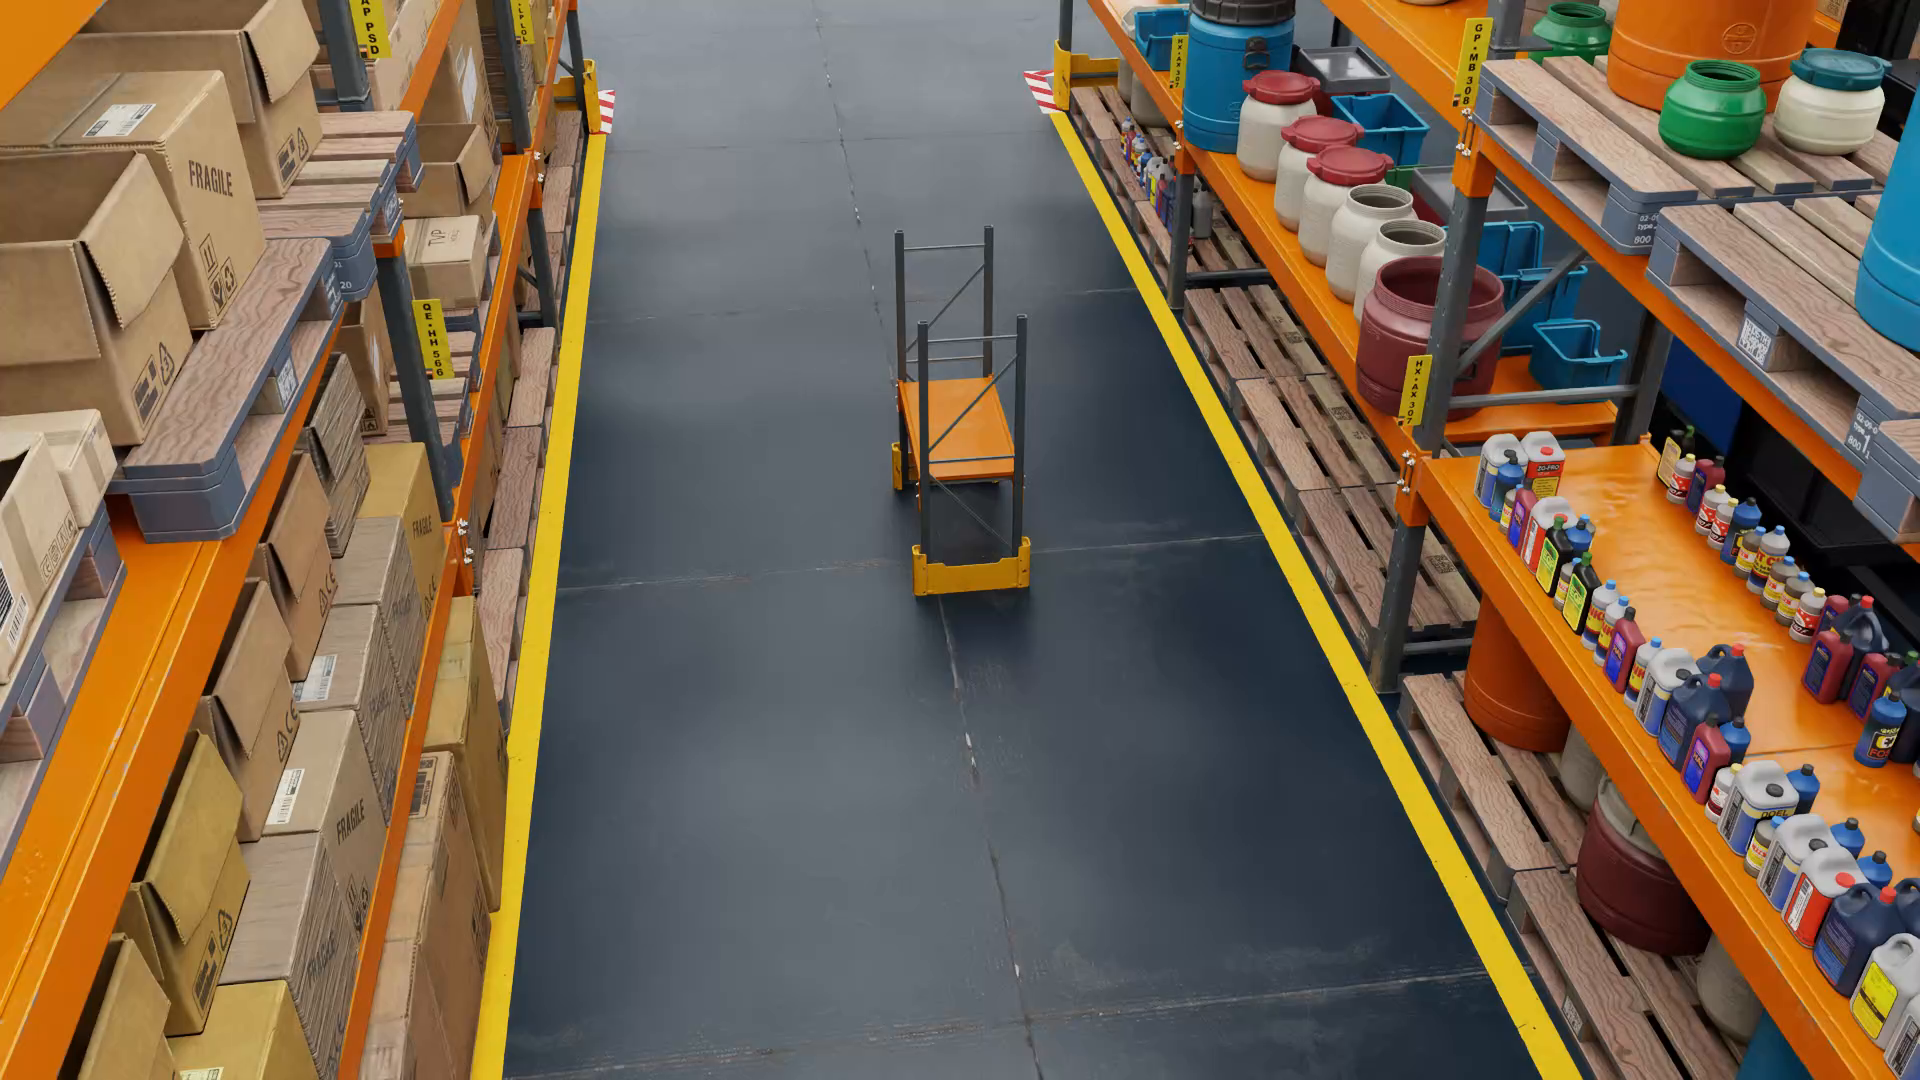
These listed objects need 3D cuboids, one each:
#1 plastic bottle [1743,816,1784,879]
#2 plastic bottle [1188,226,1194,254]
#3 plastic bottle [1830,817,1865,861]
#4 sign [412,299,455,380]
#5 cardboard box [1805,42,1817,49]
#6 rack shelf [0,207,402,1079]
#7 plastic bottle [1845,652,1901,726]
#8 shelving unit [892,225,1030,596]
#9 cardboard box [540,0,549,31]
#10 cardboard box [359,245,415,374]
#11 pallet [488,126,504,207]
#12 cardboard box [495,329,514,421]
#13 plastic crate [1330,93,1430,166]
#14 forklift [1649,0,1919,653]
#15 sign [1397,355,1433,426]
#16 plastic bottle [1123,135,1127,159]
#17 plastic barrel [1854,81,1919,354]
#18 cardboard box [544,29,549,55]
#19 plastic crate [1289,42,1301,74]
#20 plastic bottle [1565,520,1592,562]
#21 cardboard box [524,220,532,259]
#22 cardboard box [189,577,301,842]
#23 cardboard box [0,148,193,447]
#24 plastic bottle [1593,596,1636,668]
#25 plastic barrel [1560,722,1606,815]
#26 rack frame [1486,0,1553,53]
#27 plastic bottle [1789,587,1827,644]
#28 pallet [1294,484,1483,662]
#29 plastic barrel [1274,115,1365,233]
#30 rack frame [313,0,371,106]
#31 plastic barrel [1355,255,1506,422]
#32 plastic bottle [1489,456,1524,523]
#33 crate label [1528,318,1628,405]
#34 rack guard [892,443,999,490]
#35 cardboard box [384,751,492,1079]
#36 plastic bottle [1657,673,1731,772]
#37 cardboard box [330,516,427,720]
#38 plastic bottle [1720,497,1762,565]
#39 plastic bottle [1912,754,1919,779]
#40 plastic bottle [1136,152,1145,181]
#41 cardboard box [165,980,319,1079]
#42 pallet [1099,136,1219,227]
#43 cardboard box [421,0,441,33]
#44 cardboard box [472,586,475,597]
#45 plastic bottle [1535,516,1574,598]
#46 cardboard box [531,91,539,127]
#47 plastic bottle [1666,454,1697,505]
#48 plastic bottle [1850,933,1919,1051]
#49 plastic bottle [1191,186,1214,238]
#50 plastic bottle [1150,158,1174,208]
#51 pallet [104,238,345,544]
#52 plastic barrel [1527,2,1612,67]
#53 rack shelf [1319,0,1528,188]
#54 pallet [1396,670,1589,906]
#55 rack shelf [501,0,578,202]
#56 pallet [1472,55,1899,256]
[{"bbox_3d":[2.402,0.905,4.935,0.097,0.201,0.097,0,34,0],"label":"plastic bottle"},{"bbox_3d":[1.519,-2.027,11.155,0.097,0.201,0.097,0,34,0],"label":"plastic bottle"},{"bbox_3d":[2.565,0.919,4.853,0.097,0.271,0.097,0,34,0],"label":"plastic bottle"},{"bbox_3d":[-1.944,-0.738,6.141,0.100,0.325,0.005,-4,35,-6],"label":"sign"},{"bbox_3d":[6.298,-3.622,12.804,0.500,0.500,0.500,-4,35,-6],"label":"cardboard box"},{"bbox_3d":[-2.224,-0.042,4.123,1.077,0.370,4.000,-4,35,-6],"label":"rack shelf"},{"bbox_3d":[3.028,0.471,5.499,0.061,0.283,0.133,-4,35,-6],"label":"plastic bottle"},{"bbox_3d":[-0.010,-0.662,8.390,0.587,1.500,1.083,-4,35,-6],"label":"shelving unit"},{"bbox_3d":[-3.256,-3.703,11.167,0.875,0.500,0.500,-4,35,-6],"label":"cardboard box"},{"bbox_3d":[-2.780,-1.033,7.140,0.700,0.500,0.500,0,34,1],"label":"cardboard box"},{"bbox_3d":[-3.073,-1.931,9.090,1.003,0.211,1.213,-4,35,-6],"label":"pallet"},{"bbox_3d":[-2.925,-0.985,9.361,0.700,0.500,0.500,-5,35,-7],"label":"cardboard box"},{"bbox_3d":[2.333,-2.224,9.365,0.392,0.384,0.575,-4,35,-6],"label":"plastic crate"},{"bbox_3d":[4.638,-1.181,7.880,1.130,2.935,3.031,-4,34,-6],"label":"forklift"},{"bbox_3d":[1.870,-0.613,6.841,0.100,0.325,0.005,-4,35,-6],"label":"sign"},{"bbox_3d":[1.288,-2.987,12.564,0.097,0.201,0.097,0,34,0],"label":"plastic bottle"},{"bbox_3d":[2.572,-0.920,3.954,0.600,0.901,0.708,-4,35,-6],"label":"plastic barrel"},{"bbox_3d":[-2.977,-3.323,11.185,0.380,0.149,0.250,-4,35,-6],"label":"cardboard box"},{"bbox_3d":[1.932,-3.099,10.689,0.767,0.338,0.504,-4,35,-6],"label":"plastic crate"},{"bbox_3d":[2.264,0.049,6.129,0.097,0.271,0.097,0,34,0],"label":"plastic bottle"},{"bbox_3d":[-3.130,-2.134,11.064,0.500,0.500,0.500,6,35,9],"label":"cardboard box"},{"bbox_3d":[-2.229,0.475,4.410,0.797,0.503,0.637,-3,34,-5],"label":"cardboard box"},{"bbox_3d":[-2.197,-0.533,3.741,0.797,0.503,0.637,-5,35,-7],"label":"cardboard box"},{"bbox_3d":[2.265,0.311,5.745,0.097,0.271,0.097,0,34,0],"label":"plastic bottle"},{"bbox_3d":[2.662,0.844,6.685,0.421,0.512,0.421,0,34,0],"label":"plastic barrel"},{"bbox_3d":[2.415,-3.070,5.264,1.000,3.000,0.127,-4,35,-6],"label":"rack frame"},{"bbox_3d":[3.012,0.259,5.882,0.097,0.201,0.097,0,34,0],"label":"plastic bottle"},{"bbox_3d":[2.349,0.126,8.377,1.003,0.211,1.213,-4,35,-6],"label":"pallet"},{"bbox_3d":[1.887,-1.919,8.782,0.433,0.535,0.433,0,34,0],"label":"plastic barrel"},{"bbox_3d":[-2.493,-2.695,4.714,1.000,3.000,0.127,-4,35,-6],"label":"rack frame"},{"bbox_3d":[2.052,-0.883,7.261,0.600,0.536,0.708,-4,35,-6],"label":"plastic barrel"},{"bbox_3d":[2.141,-0.205,6.501,0.097,0.271,0.097,0,34,0],"label":"plastic bottle"},{"bbox_3d":[2.729,-0.785,7.387,0.303,0.233,0.416,-4,35,-6],"label":"crate label"},{"bbox_3d":[-0.077,-0.424,9.150,0.587,0.250,0.087,-4,35,-6],"label":"rack guard"},{"bbox_3d":[-2.309,1.373,5.585,1.225,0.875,0.875,-4,35,-6],"label":"cardboard box"},{"bbox_3d":[2.357,0.559,5.310,0.144,0.351,0.185,-4,35,-6],"label":"plastic bottle"},{"bbox_3d":[-2.120,0.278,5.589,0.500,0.500,0.500,-5,35,-7],"label":"cardboard box"},{"bbox_3d":[2.946,-0.041,6.261,0.097,0.271,0.097,0,34,0],"label":"plastic bottle"},{"bbox_3d":[3.111,0.640,5.262,0.097,0.271,0.097,0,34,0],"label":"plastic bottle"},{"bbox_3d":[1.347,-2.743,12.205,0.097,0.201,0.097,0,34,0],"label":"plastic bottle"},{"bbox_3d":[-1.838,1.419,3.915,0.500,0.500,0.500,-4,35,-6],"label":"cardboard box"},{"bbox_3d":[1.660,-2.731,12.570,1.003,0.211,1.213,-4,35,-6],"label":"pallet"},{"bbox_3d":[-2.452,-2.248,6.854,0.500,0.250,0.500,-4,34,-5],"label":"cardboard box"},{"bbox_3d":[-2.603,0.263,7.529,0.700,0.500,0.500,-6,35,-9],"label":"cardboard box"},{"bbox_3d":[2.188,0.060,6.102,0.061,0.283,0.133,-4,35,-6],"label":"plastic bottle"},{"bbox_3d":[-2.783,-2.627,10.165,0.380,0.149,0.250,-4,35,-6],"label":"cardboard box"},{"bbox_3d":[2.889,-0.250,6.629,0.097,0.201,0.097,0,34,0],"label":"plastic bottle"},{"bbox_3d":[2.505,1.173,4.408,0.144,0.351,0.185,-4,35,-6],"label":"plastic bottle"},{"bbox_3d":[1.647,-2.259,11.362,0.144,0.351,0.185,-4,35,-6],"label":"plastic bottle"},{"bbox_3d":[1.435,-2.535,11.768,0.144,0.351,0.185,-5,35,-7],"label":"plastic bottle"},{"bbox_3d":[-2.201,-0.398,4.175,1.003,0.211,1.213,-3,34,-4],"label":"pallet"},{"bbox_3d":[2.331,-1.900,6.349,0.294,0.245,0.294,0,34,0],"label":"plastic barrel"},{"bbox_3d":[2.146,-2.649,7.949,1.077,0.370,4.000,-4,35,-6],"label":"rack shelf"},{"bbox_3d":[2.562,0.998,7.098,1.003,0.211,1.213,-4,35,-6],"label":"pallet"},{"bbox_3d":[-3.300,-3.267,11.519,1.077,0.370,4.000,-4,35,-6],"label":"rack shelf"},{"bbox_3d":[2.421,-1.318,5.525,1.003,0.211,1.213,-4,35,-6],"label":"pallet"}]
